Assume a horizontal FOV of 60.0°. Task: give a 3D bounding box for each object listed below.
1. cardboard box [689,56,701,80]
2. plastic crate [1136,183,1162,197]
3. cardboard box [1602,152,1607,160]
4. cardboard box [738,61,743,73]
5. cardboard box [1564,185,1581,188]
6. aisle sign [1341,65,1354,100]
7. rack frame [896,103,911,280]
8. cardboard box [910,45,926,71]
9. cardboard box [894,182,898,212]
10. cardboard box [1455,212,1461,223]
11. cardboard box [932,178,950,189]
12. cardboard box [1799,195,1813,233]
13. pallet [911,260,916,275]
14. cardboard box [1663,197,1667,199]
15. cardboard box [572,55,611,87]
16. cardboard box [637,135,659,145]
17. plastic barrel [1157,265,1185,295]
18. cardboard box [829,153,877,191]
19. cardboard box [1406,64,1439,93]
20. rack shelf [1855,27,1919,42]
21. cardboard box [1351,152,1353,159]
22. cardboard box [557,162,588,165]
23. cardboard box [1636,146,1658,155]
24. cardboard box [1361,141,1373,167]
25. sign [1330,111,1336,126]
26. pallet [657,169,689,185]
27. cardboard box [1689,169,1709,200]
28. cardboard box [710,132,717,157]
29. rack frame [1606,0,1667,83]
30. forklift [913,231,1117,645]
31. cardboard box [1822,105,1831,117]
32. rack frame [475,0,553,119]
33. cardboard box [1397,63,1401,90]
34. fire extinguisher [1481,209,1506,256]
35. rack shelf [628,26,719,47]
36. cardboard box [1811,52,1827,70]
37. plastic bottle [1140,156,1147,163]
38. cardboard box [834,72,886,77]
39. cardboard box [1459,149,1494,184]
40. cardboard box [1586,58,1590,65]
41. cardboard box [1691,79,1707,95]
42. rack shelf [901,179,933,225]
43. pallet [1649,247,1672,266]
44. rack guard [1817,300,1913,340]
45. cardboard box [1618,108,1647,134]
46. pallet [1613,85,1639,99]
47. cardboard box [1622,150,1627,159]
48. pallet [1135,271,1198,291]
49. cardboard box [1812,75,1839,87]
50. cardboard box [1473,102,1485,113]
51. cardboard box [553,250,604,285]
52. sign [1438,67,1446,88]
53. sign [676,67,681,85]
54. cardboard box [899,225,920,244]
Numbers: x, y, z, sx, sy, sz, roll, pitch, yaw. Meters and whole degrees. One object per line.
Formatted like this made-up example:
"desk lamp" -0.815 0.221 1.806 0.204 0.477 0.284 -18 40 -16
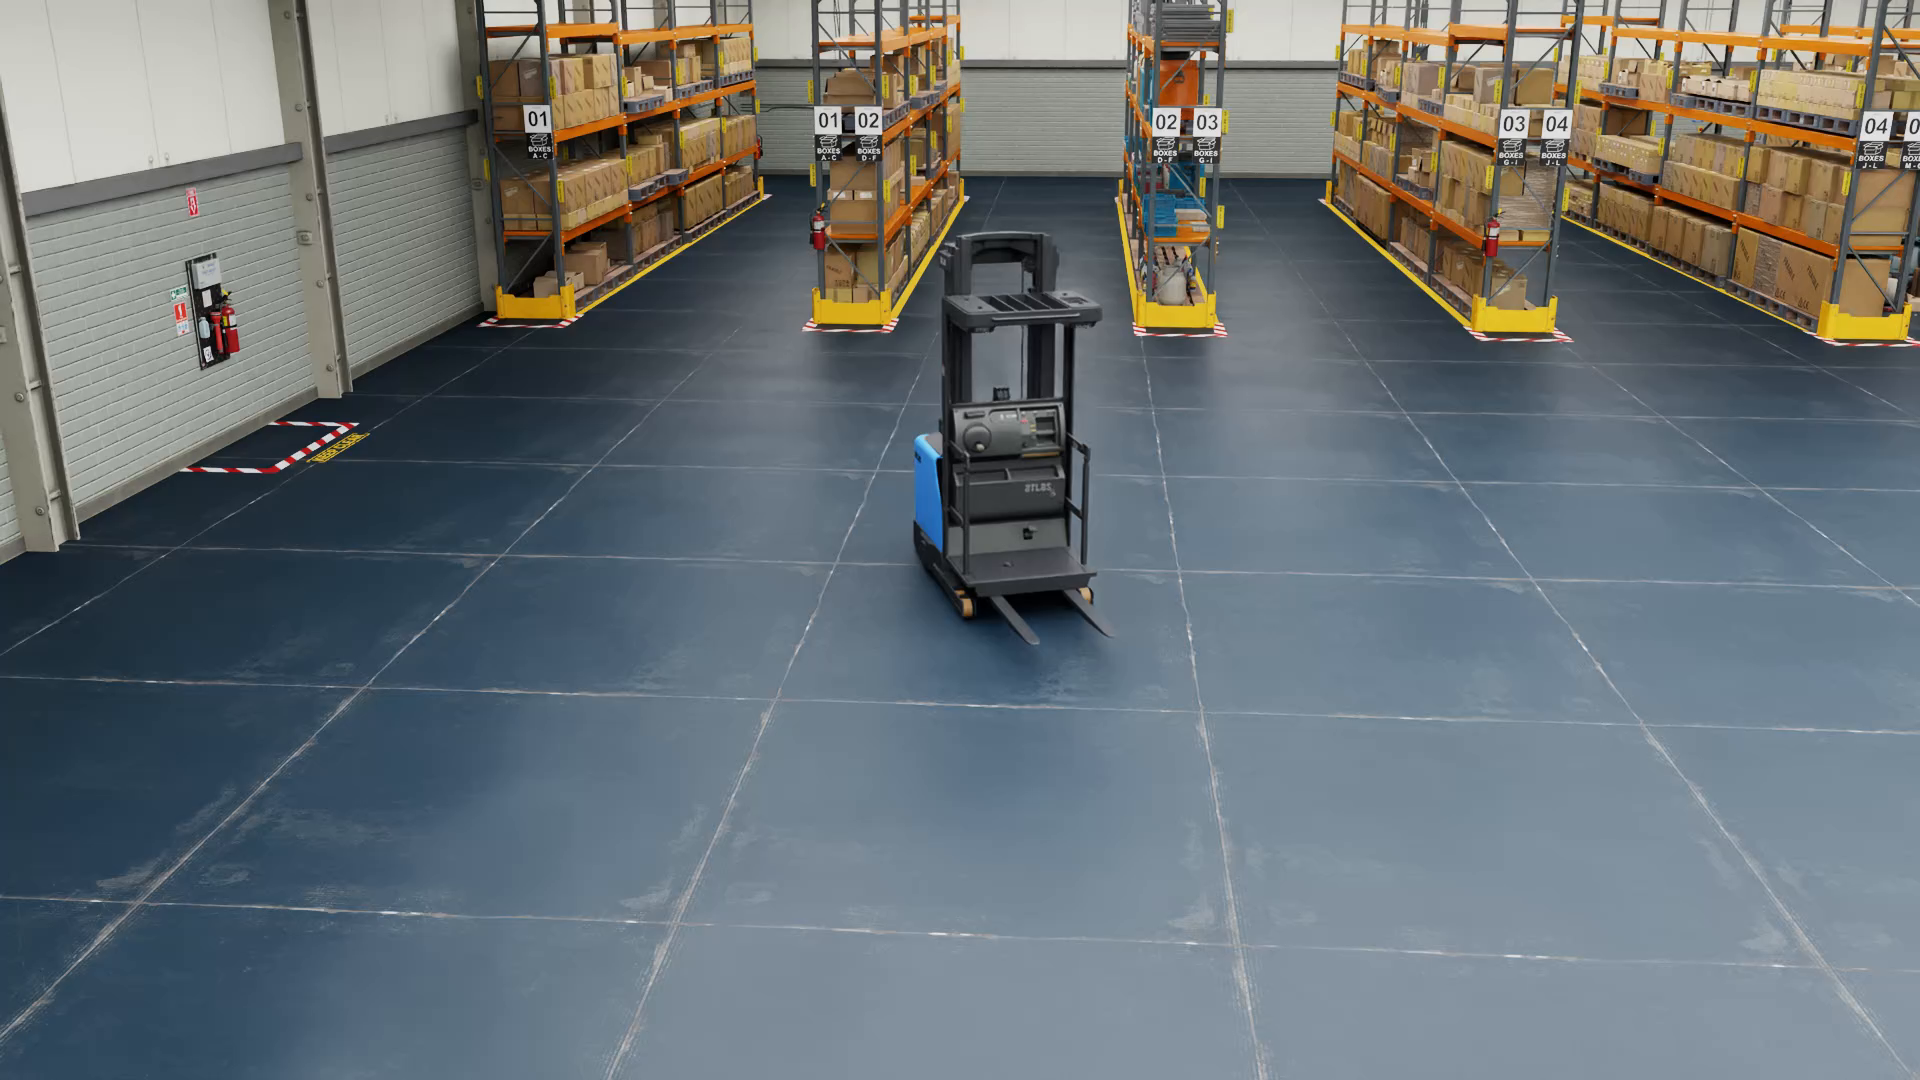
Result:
"cardboard box" -5.898 -10.013 35.307 0.700 0.500 0.500 0 18 1
"plastic crate" 3.426 -6.343 30.130 0.450 0.188 0.662 1 18 4
"cardboard box" 13.514 -7.933 34.371 0.380 0.149 0.250 1 18 4
"cardboard box" -5.295 -10.889 38.252 0.500 0.250 0.500 1 18 2
"cardboard box" 13.872 -7.934 37.594 0.380 0.149 0.250 2 18 5
"aisle sign" 9.089 -10.777 39.148 0.394 0.787 0.004 1 18 4
"rack frame" -1.357 -6.008 28.768 1.000 3.000 0.127 1 18 4
"cardboard box" -0.960 -9.651 33.301 0.500 0.500 0.500 1 18 4
"cardboard box" -1.414 -5.754 27.831 0.700 0.500 0.500 1 18 3
"cardboard box" 8.114 -5.140 26.523 0.380 0.149 0.250 1 18 4
"cardboard box" -0.654 -8.099 38.452 0.797 0.503 0.637 1 18 4
"cardboard box" 13.341 -4.931 25.241 0.875 0.550 0.550 1 18 4
"pallet" -1.343 -4.913 29.904 1.003 0.211 1.213 1 18 4
"cardboard box" 14.077 -6.620 32.772 0.500 0.250 0.500 1 18 3
"cardboard box" -6.093 -7.742 27.444 0.500 0.500 0.500 2 18 7
"cardboard box" -6.015 -7.717 32.074 0.380 0.149 0.250 -2 18 -5
"plastic barrel" 3.303 -4.033 26.062 0.421 0.512 0.421 0 18 0
"cardboard box" -1.594 -5.591 25.251 0.700 0.500 0.500 1 18 4
"cardboard box" 8.480 -8.441 30.412 0.500 0.500 0.500 1 18 4
"rack shelf" 18.838 -9.747 32.342 1.077 0.370 4.000 1 18 4
"cardboard box" 8.847 -8.493 36.754 0.380 0.149 0.250 2 18 5
"cardboard box" -6.581 -6.110 28.084 0.500 0.500 0.500 1 18 4
"cardboard box" 13.367 -7.571 32.311 0.380 0.149 0.250 2 18 6
"cardboard box" 8.814 -8.181 35.238 0.500 0.500 0.500 1 18 4
"sign" 8.830 -9.976 39.360 0.100 0.325 0.005 1 18 4
"pallet" -5.957 -7.045 32.241 1.213 0.211 1.003 1 18 4
"cardboard box" 13.340 -6.331 29.593 0.500 0.500 0.500 1 18 3
"cardboard box" -5.533 -8.493 35.681 0.500 0.500 0.500 1 18 4
"rack frame" 14.037 -10.979 34.305 1.000 3.000 0.127 1 18 4
"forklift" 0.457 -0.897 13.281 1.130 2.935 3.031 -5 19 -14
"cardboard box" 12.917 -6.302 24.416 0.380 0.149 0.250 1 18 4
"rack frame" -6.585 -7.726 24.377 1.000 3.000 0.127 1 18 4
"cardboard box" 8.782 -8.893 31.916 0.797 0.503 0.637 2 18 7
"fire extinguisher" 7.769 -4.481 24.234 0.296 0.674 0.183 1 18 4
"rack shelf" -5.868 -10.300 34.029 1.077 0.370 4.000 1 18 4
"cardboard box" 18.974 -10.389 36.325 0.500 0.500 0.500 2 18 5
"plastic bottle" 3.829 -7.896 34.729 0.152 0.276 0.135 1 18 4
"cardboard box" -1.601 -7.240 26.646 0.797 0.503 0.637 3 18 10
"cardboard box" 8.142 -5.850 26.041 0.500 0.500 0.500 1 18 4
"cardboard box" 13.853 -10.415 36.198 0.380 0.149 0.250 1 18 4
"cardboard box" 13.443 -8.112 29.777 0.500 0.250 0.500 2 18 5
"rack shelf" -1.214 -6.287 30.776 1.077 0.370 4.000 1 18 4
"pallet" 13.618 -5.318 31.140 1.003 0.211 1.213 1 18 4
"rack guard" 13.175 -3.206 24.231 1.175 0.500 0.348 1 18 4
"cardboard box" 14.312 -8.927 35.432 0.500 0.500 0.500 2 18 5
"pallet" 13.815 -8.953 33.240 1.213 0.211 1.003 1 18 4
"cardboard box" 13.421 -7.672 33.097 0.380 0.149 0.250 2 18 5
"pallet" 3.493 -4.364 28.228 1.003 0.211 1.213 1 18 4
"cardboard box" 12.954 -6.840 24.779 0.380 0.149 0.250 1 18 3
"cardboard box" 8.046 -6.584 25.310 0.380 0.149 0.250 0 18 1
"cardboard box" -6.303 -4.513 27.514 0.700 0.500 0.500 0 18 0
"sign" 7.969 -7.655 27.515 0.100 0.325 0.005 1 18 4
"sign" -5.471 -9.018 32.307 0.100 0.325 0.005 1 18 4
"cardboard box" -1.002 -5.606 30.383 0.500 0.311 0.500 1 18 2
